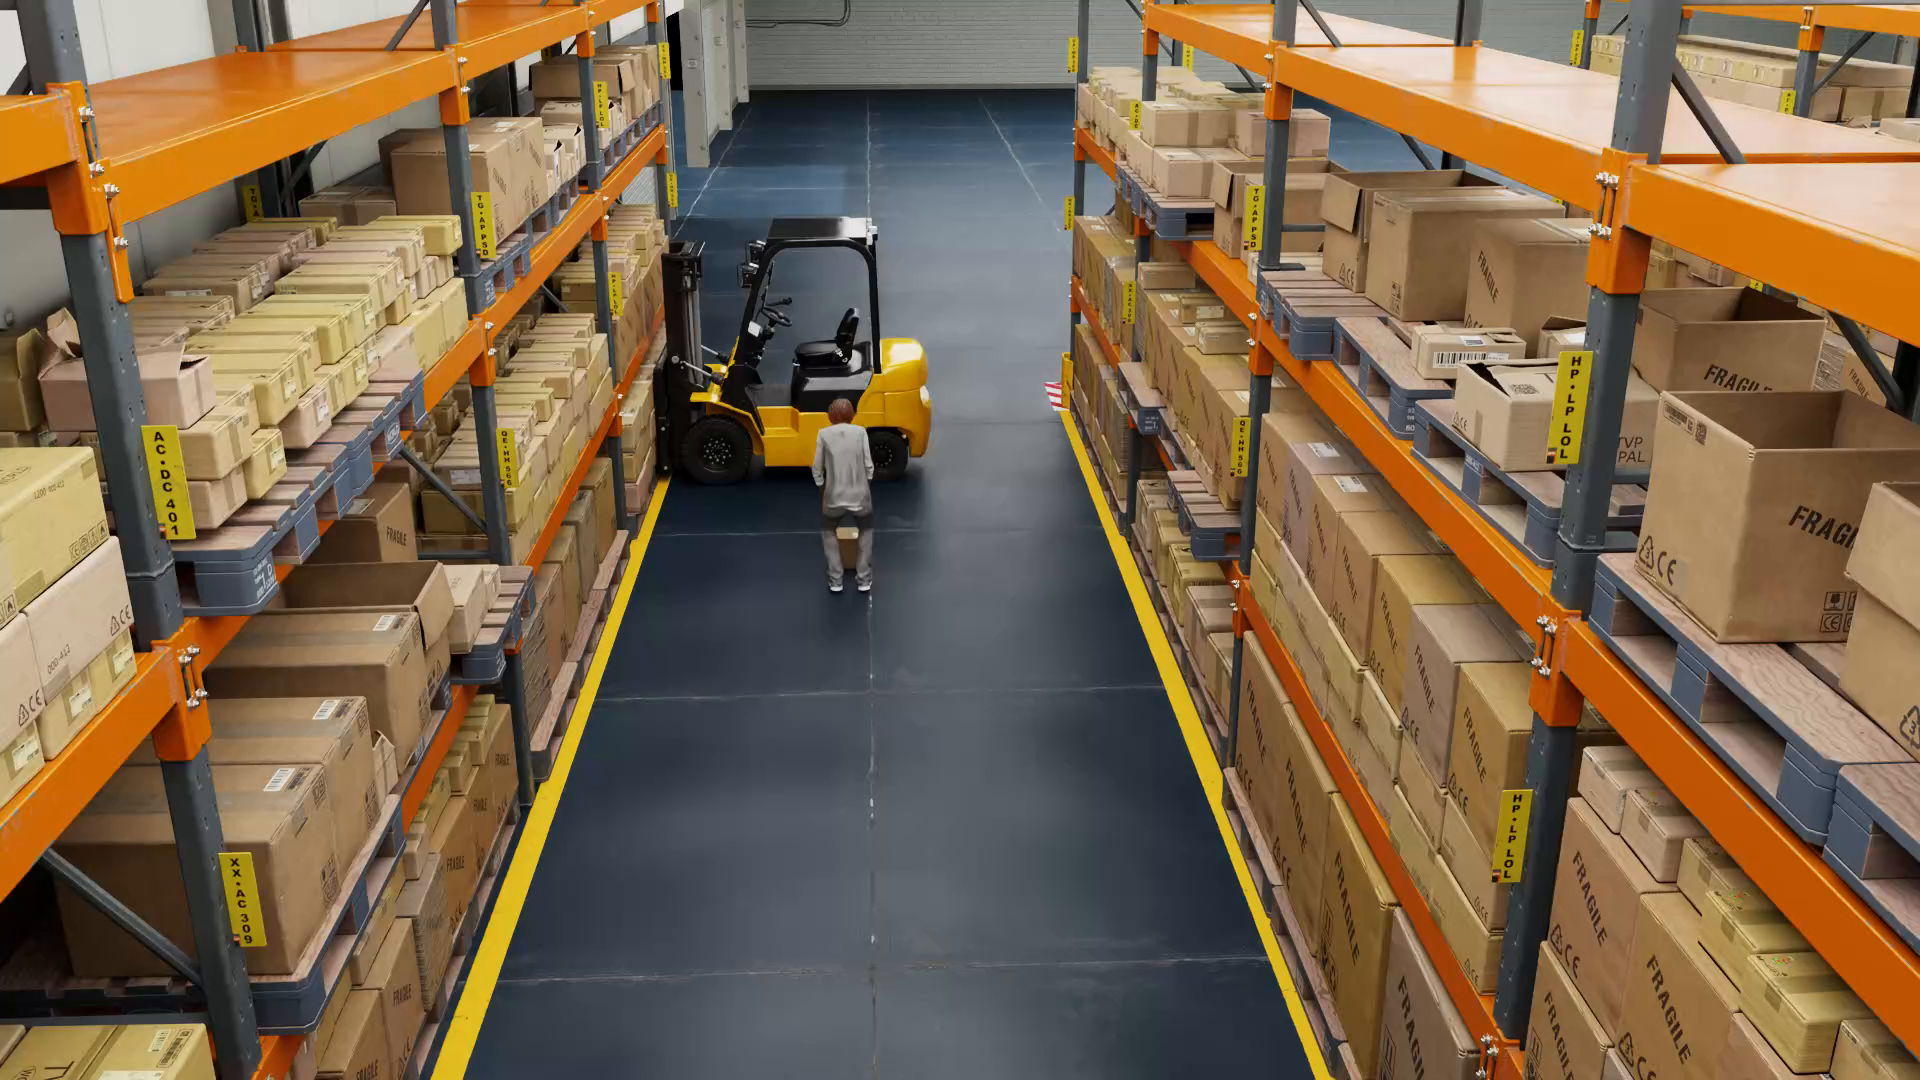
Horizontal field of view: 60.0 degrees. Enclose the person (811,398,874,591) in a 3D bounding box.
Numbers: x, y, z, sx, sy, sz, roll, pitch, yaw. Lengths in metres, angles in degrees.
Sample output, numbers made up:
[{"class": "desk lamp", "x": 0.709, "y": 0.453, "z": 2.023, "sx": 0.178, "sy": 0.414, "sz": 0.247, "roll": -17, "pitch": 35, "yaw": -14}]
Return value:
[{"class": "person", "x": -0.858, "y": -0.303, "z": 12.210, "sx": 0.458, "sy": 1.385, "sz": 0.581, "roll": -1, "pitch": 21, "yaw": -3}]
